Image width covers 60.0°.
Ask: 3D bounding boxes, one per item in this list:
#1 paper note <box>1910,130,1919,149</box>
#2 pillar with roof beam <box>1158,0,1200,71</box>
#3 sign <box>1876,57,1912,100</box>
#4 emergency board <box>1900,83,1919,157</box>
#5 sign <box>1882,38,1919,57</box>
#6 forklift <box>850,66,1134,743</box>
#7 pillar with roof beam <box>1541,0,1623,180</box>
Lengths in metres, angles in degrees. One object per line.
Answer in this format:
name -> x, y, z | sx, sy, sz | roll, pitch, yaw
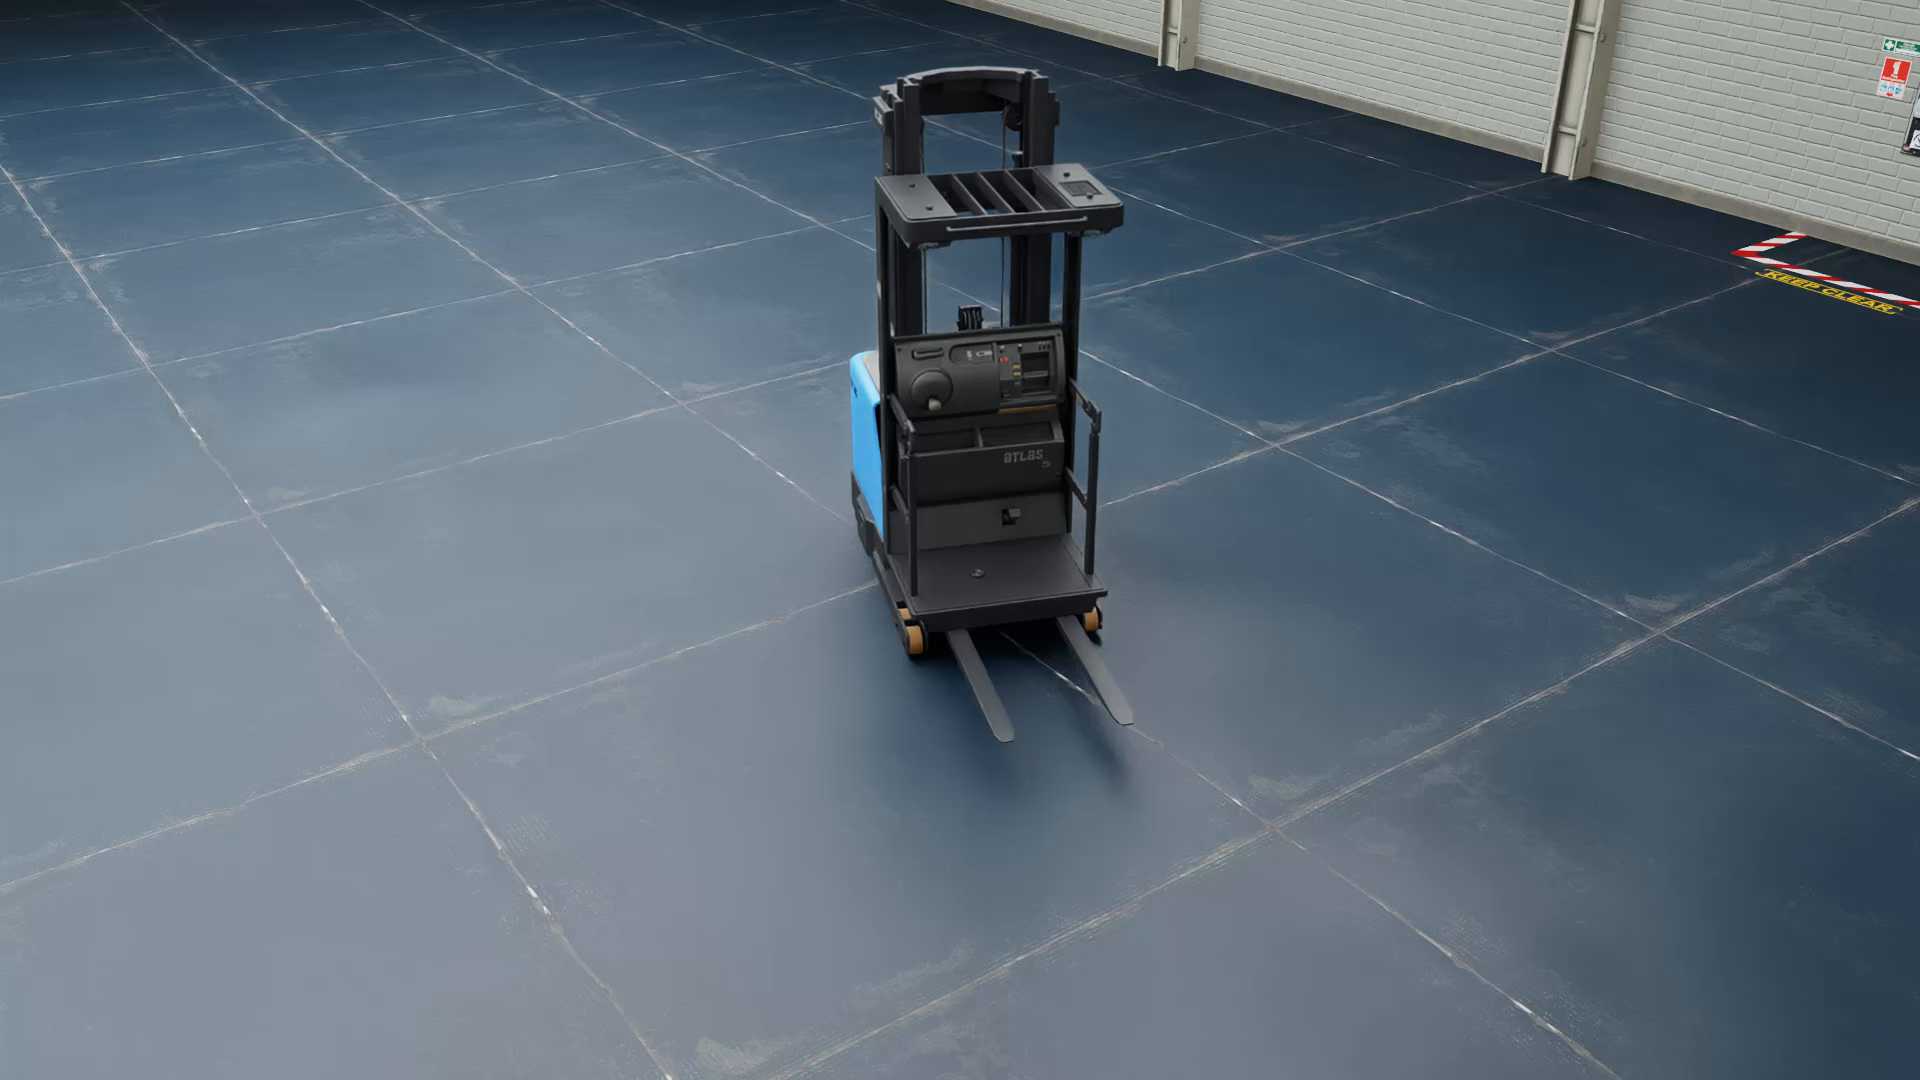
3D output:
paper note -> 8.318, -3.461, 14.403 | 0.016, 0.148, 0.142 | -19, 34, -31
pillar with roof beam -> -0.701, -8.899, 17.206 | 9.100, 9.000, 0.400 | -19, 34, -31
sign -> 8.127, -4.019, 14.471 | 0.001, 0.329, 0.234 | -19, 34, -31
emergency board -> 8.374, -3.769, 14.046 | 0.157, 1.169, 0.626 | -19, 34, -31
sign -> 8.123, -4.248, 14.336 | 0.001, 0.109, 0.331 | -19, 34, -31
forklift -> 0.165, -0.858, 8.760 | 1.130, 2.935, 3.031 | -7, 29, -12
pillar with roof beam -> 2.779, -6.566, 12.911 | 9.100, 9.000, 0.400 | -19, 34, -31
